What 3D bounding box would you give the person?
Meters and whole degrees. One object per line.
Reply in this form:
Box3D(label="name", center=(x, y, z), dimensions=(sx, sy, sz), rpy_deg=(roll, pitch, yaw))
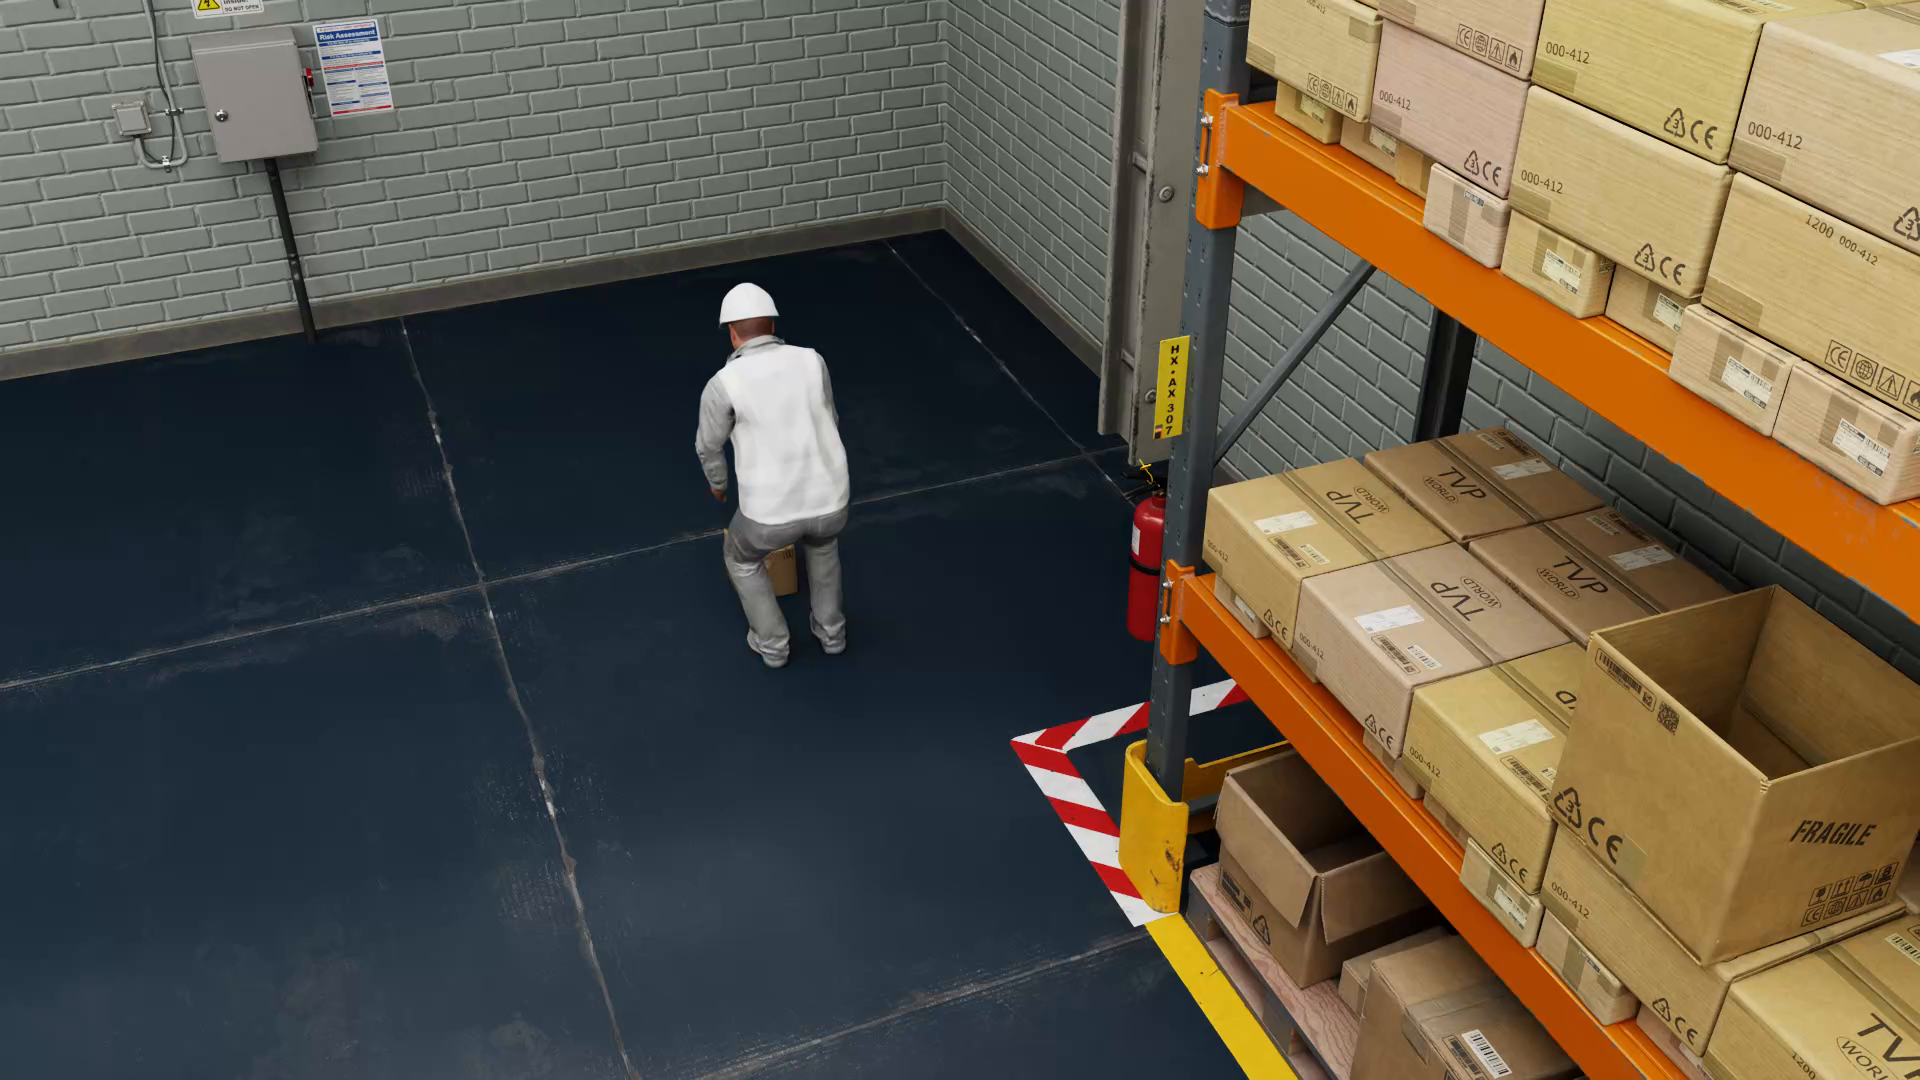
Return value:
Box3D(label="person", center=(-0.741, -0.224, 6.660), dimensions=(0.588, 1.559, 0.671), rpy_deg=(-13, 35, -18))
